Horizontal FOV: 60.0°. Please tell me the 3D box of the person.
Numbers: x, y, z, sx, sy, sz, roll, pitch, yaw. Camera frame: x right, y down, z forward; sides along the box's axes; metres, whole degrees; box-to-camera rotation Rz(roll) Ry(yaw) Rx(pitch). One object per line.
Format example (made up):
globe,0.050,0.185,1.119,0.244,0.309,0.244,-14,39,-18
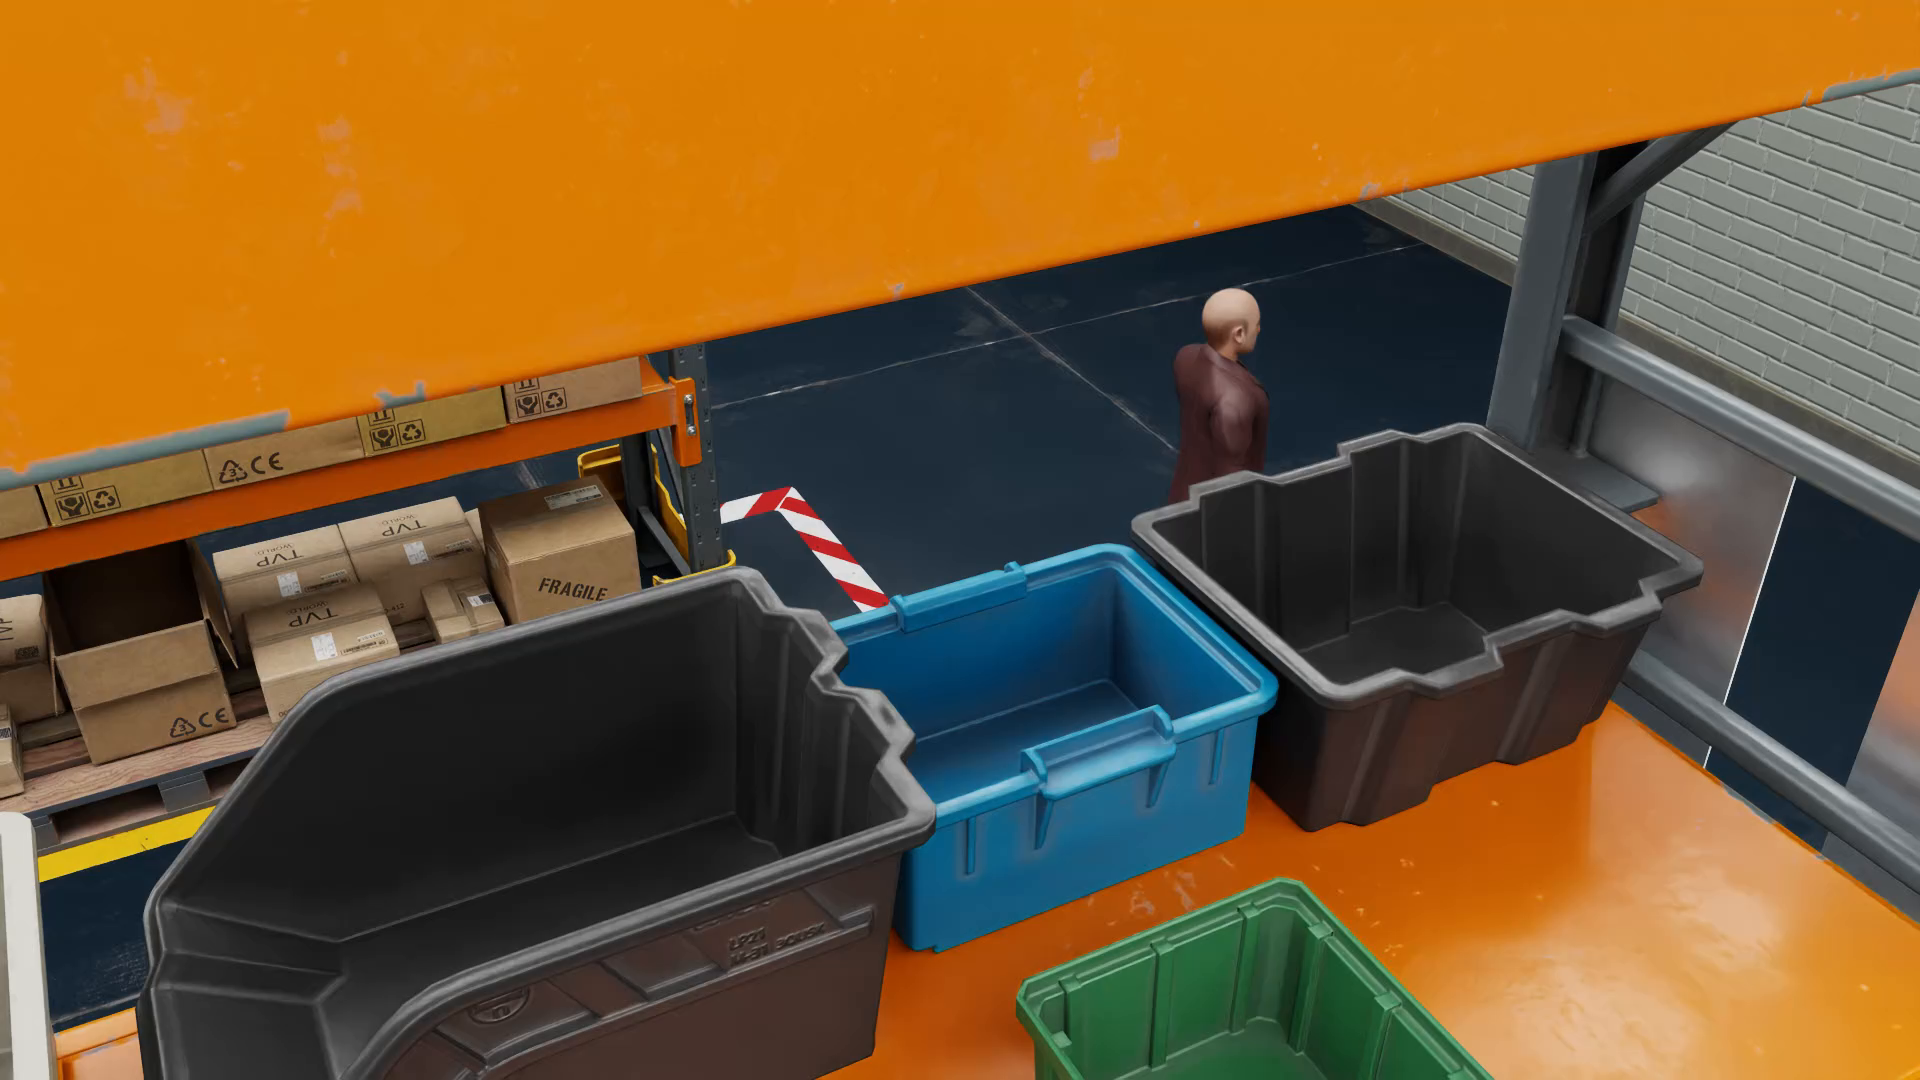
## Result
person,1.100,-0.140,6.349,0.650,1.776,0.599,-10,34,-15
